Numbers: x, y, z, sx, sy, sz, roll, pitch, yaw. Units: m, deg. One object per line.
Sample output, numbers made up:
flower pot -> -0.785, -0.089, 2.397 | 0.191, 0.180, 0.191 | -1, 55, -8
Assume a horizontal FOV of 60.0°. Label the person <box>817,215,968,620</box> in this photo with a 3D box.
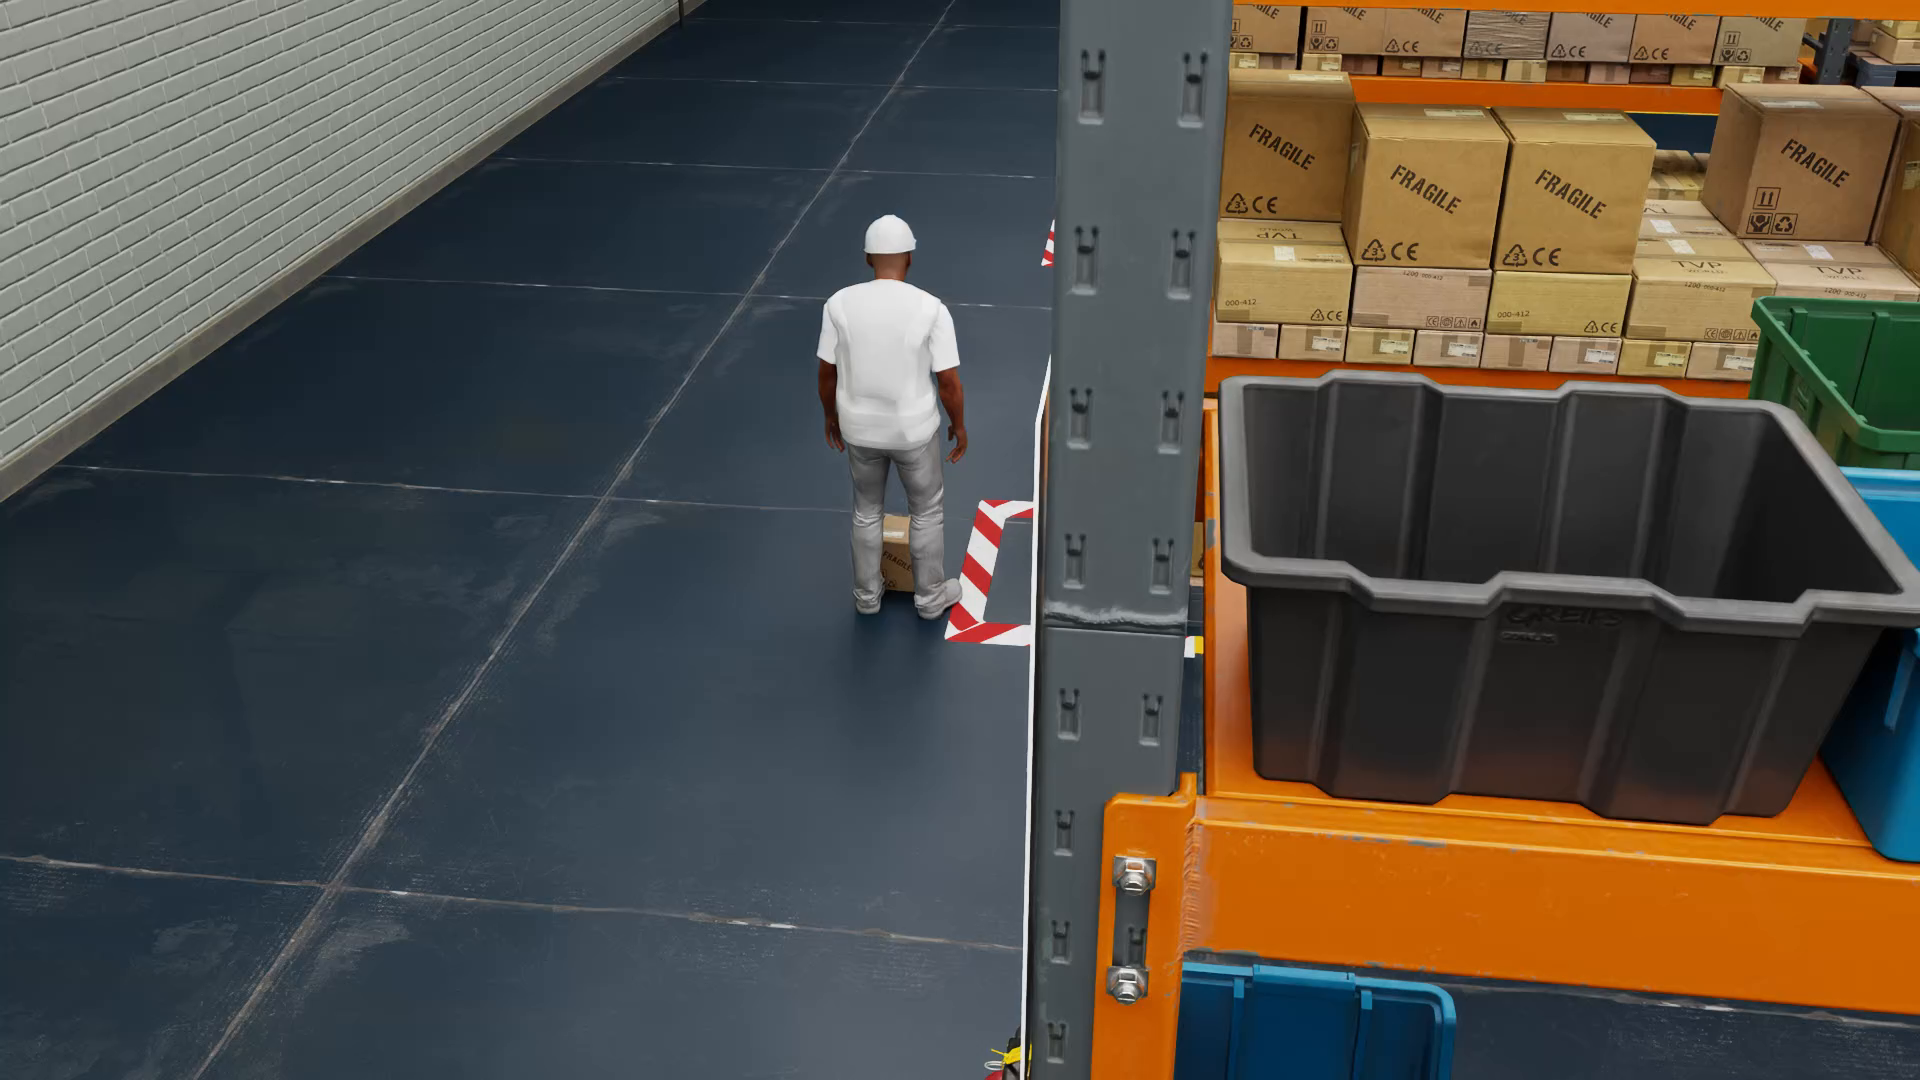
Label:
person -> -0.280, -0.493, 7.022 | 0.627, 1.761, 0.456 | 6, 29, 12
